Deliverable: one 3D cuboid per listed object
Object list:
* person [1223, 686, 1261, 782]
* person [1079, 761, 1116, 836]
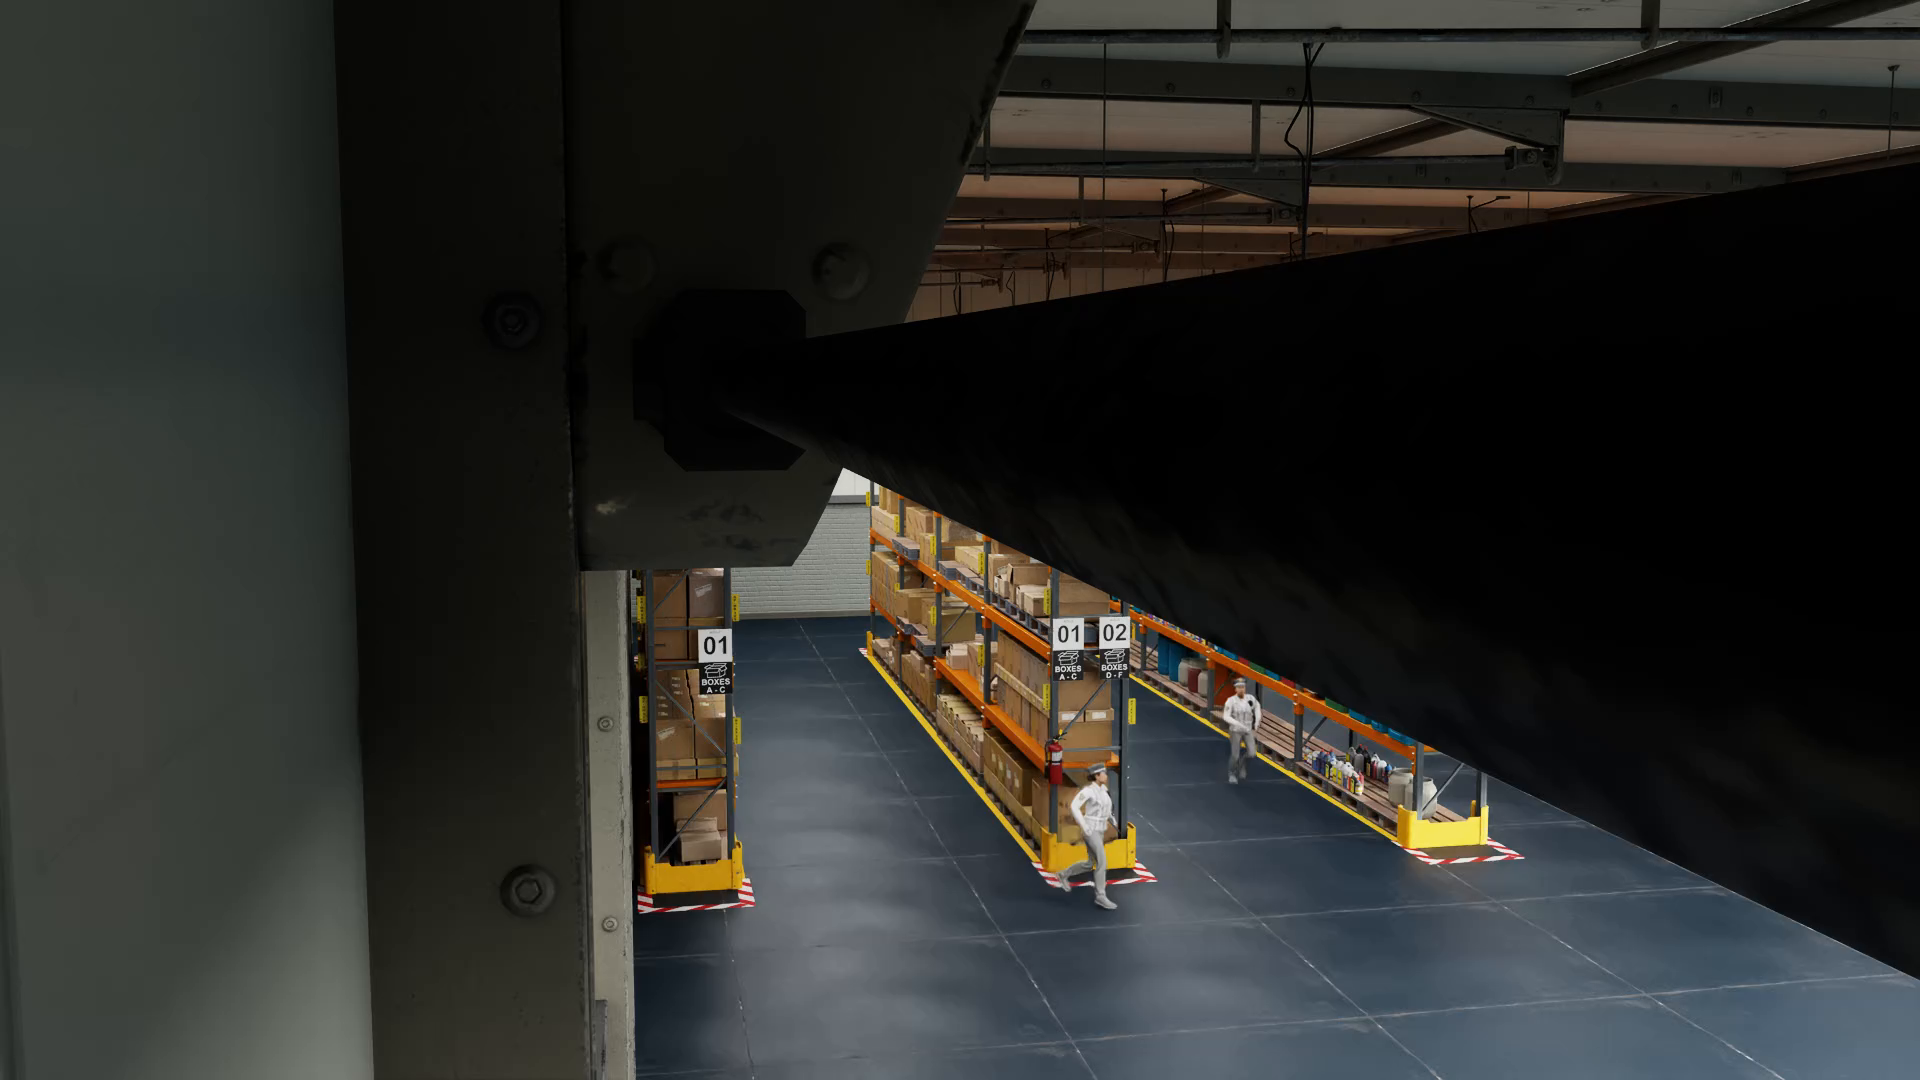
[{"bbox_3d":[4.263,2.902,25.132,0.631,1.604,0.636,-1,6,-5],"label":"person"},{"bbox_3d":[6.524,2.001,29.735,1.977,0.846,23.058,3,7,30],"label":"person"}]
